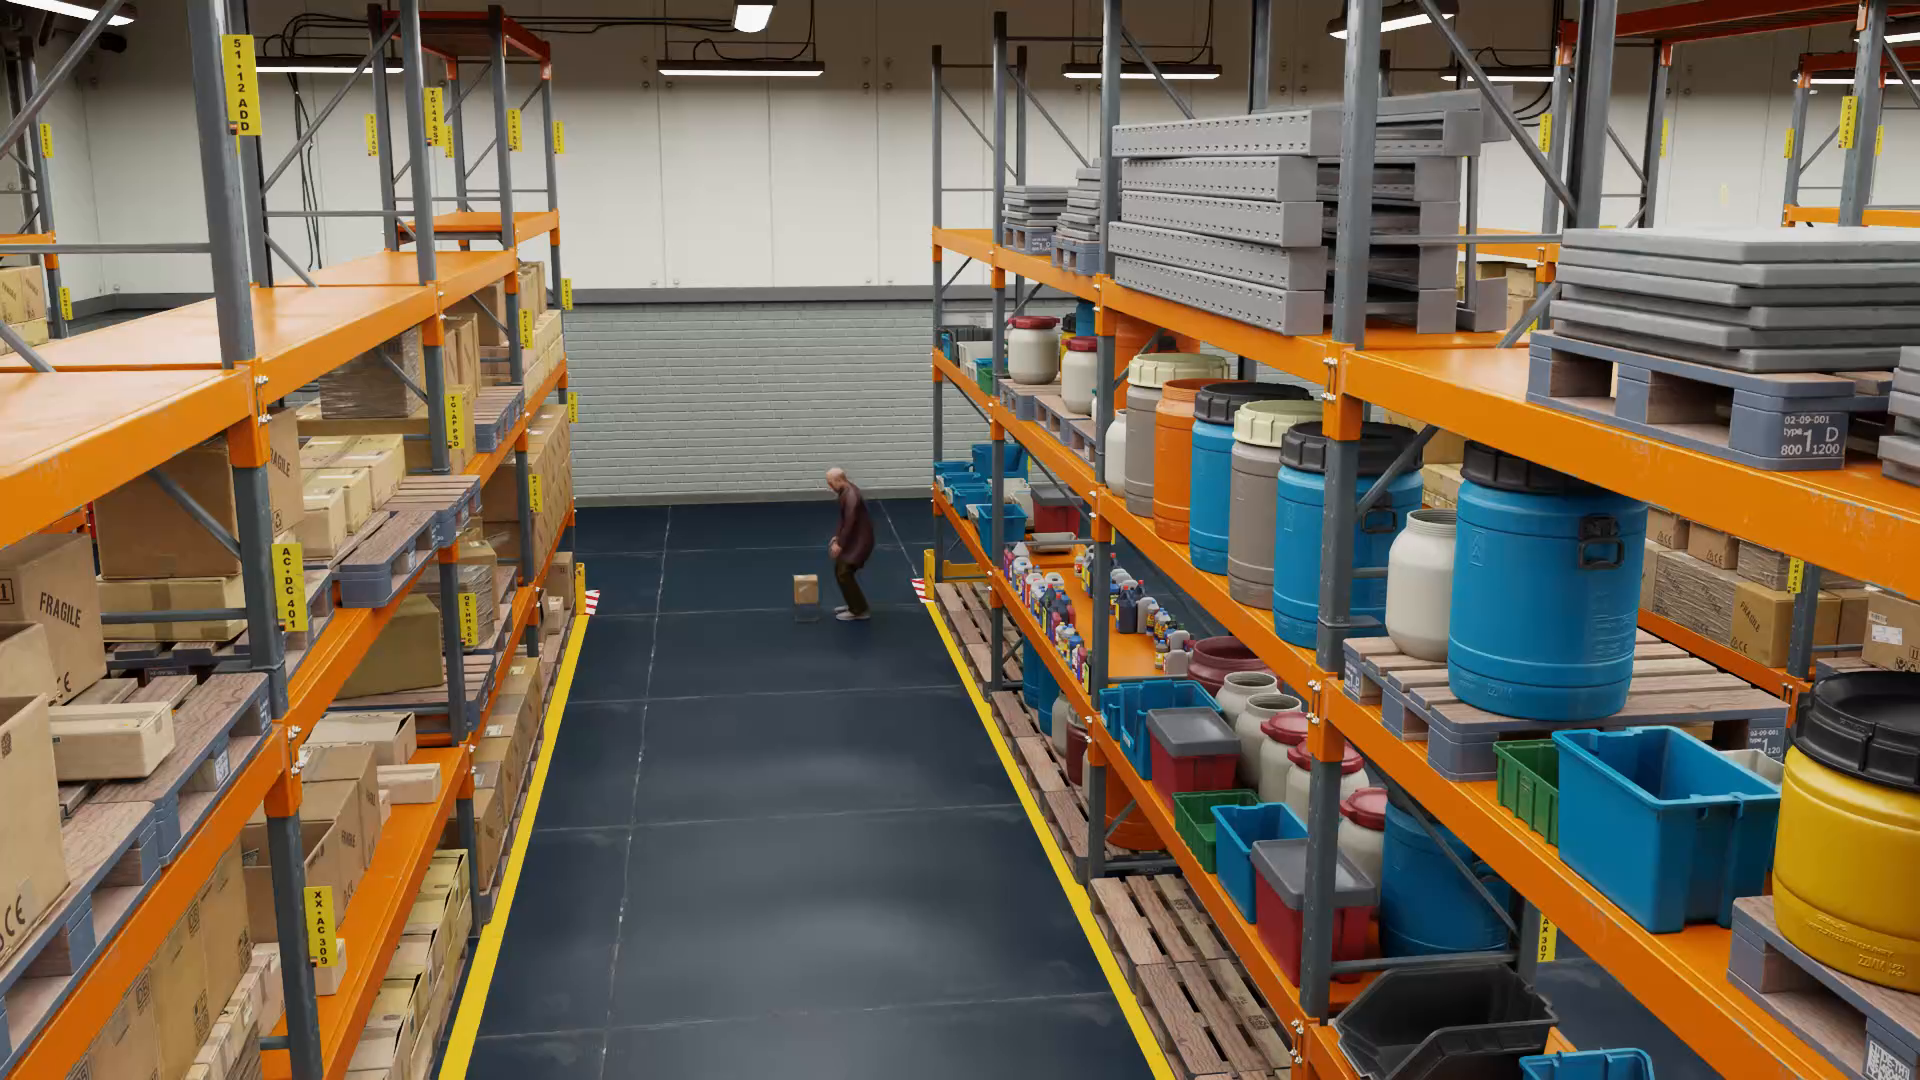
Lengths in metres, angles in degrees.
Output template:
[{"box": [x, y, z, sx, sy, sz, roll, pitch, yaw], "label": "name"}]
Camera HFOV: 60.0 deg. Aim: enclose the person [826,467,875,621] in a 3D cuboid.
[{"box": [-1.168, 0.032, 17.814, 0.516, 1.653, 0.612, -2, 13, -7], "label": "person"}]
